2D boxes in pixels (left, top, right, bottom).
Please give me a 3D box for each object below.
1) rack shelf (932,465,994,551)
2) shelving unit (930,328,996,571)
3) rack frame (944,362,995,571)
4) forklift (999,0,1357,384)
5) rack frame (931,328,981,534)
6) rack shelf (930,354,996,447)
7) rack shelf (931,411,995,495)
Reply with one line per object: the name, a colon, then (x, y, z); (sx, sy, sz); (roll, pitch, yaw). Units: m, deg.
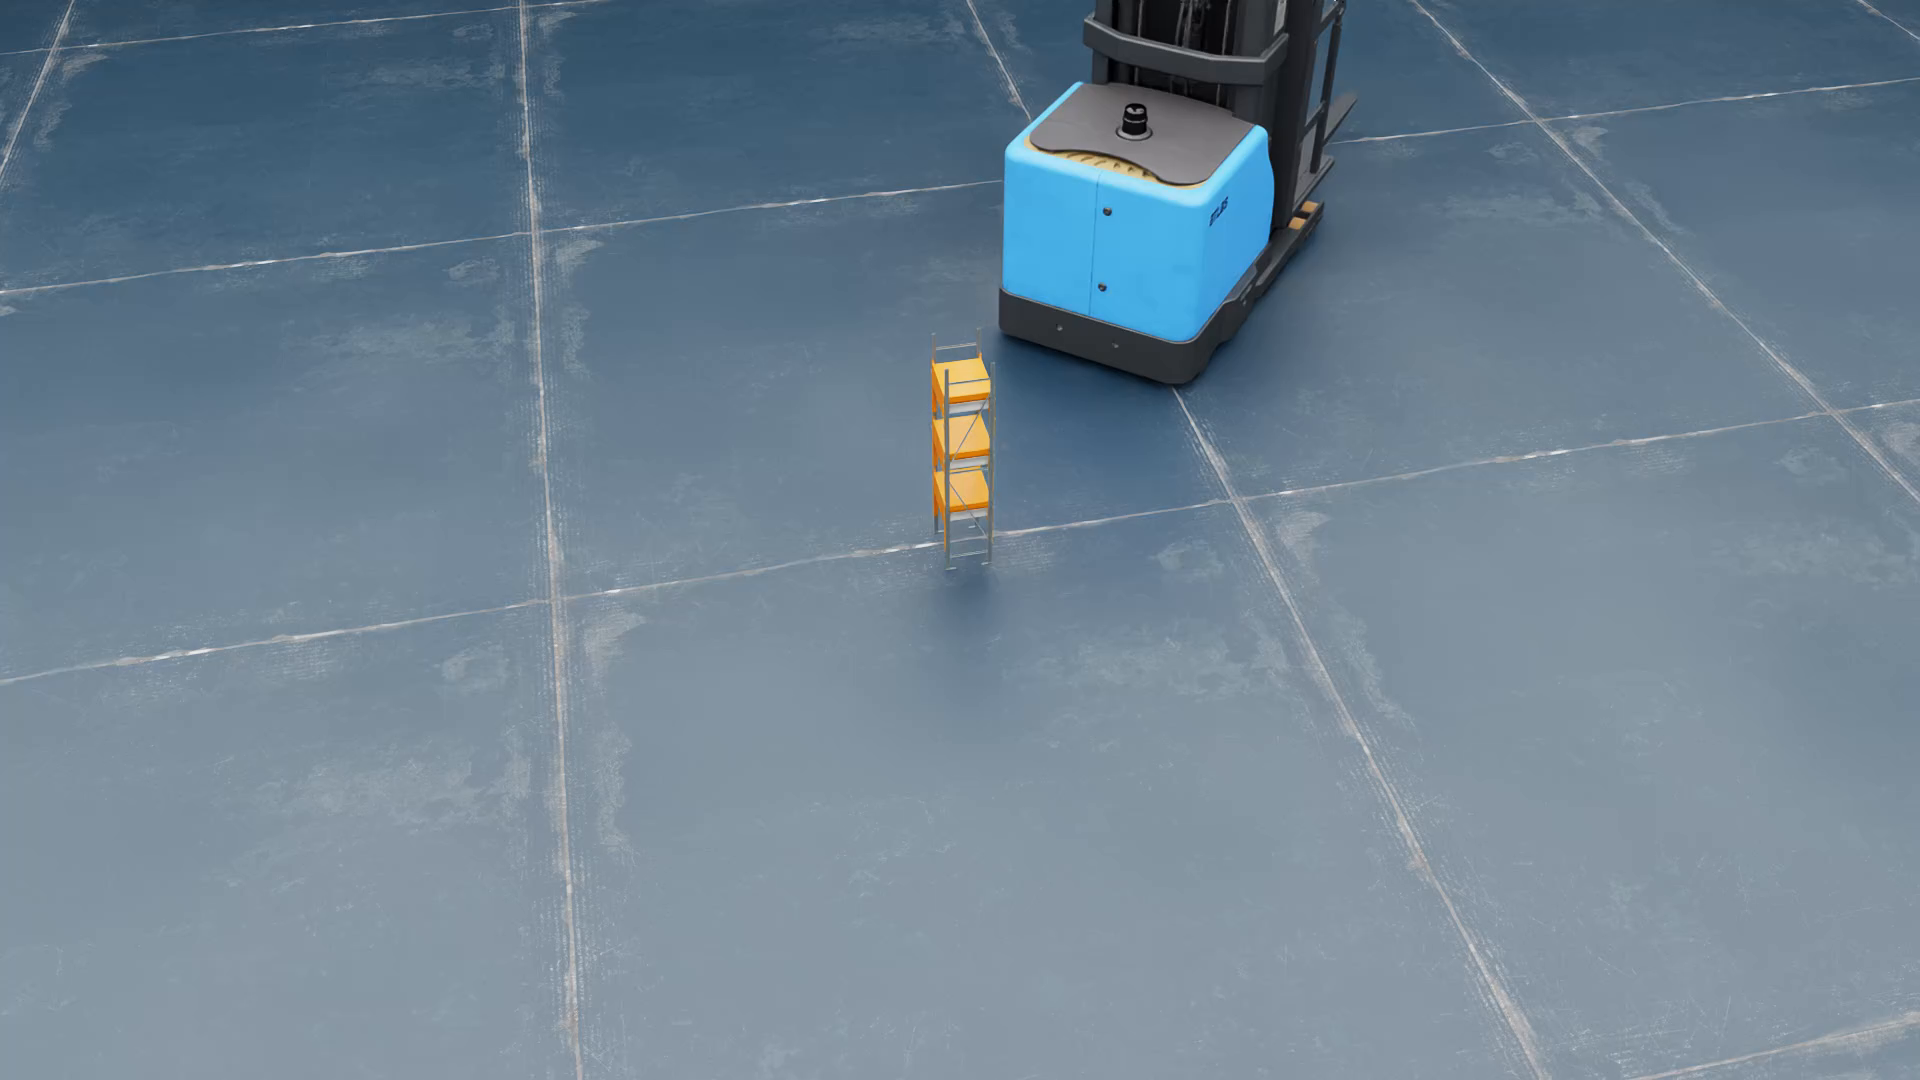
rack shelf: (0.012, -0.142, 7.054); (0.215, 0.259, 0.240); (-8, 42, -9)
shelving unit: (0.012, -0.358, 6.862); (0.215, 1.050, 0.252); (-8, 42, -9)
rack frame: (0.038, -0.279, 6.773); (0.200, 1.050, 0.008); (-8, 42, -9)
forklift: (1.345, -2.812, 8.210); (1.130, 2.935, 3.031); (20, 45, 21)
rack frame: (-0.015, -0.437, 6.951); (0.200, 1.050, 0.008); (-8, 42, -9)
rack shelf: (0.012, -0.562, 6.681); (0.215, 0.259, 0.240); (-8, 42, -9)
rack shelf: (0.012, -0.350, 6.869); (0.215, 0.259, 0.240); (-8, 42, -9)
